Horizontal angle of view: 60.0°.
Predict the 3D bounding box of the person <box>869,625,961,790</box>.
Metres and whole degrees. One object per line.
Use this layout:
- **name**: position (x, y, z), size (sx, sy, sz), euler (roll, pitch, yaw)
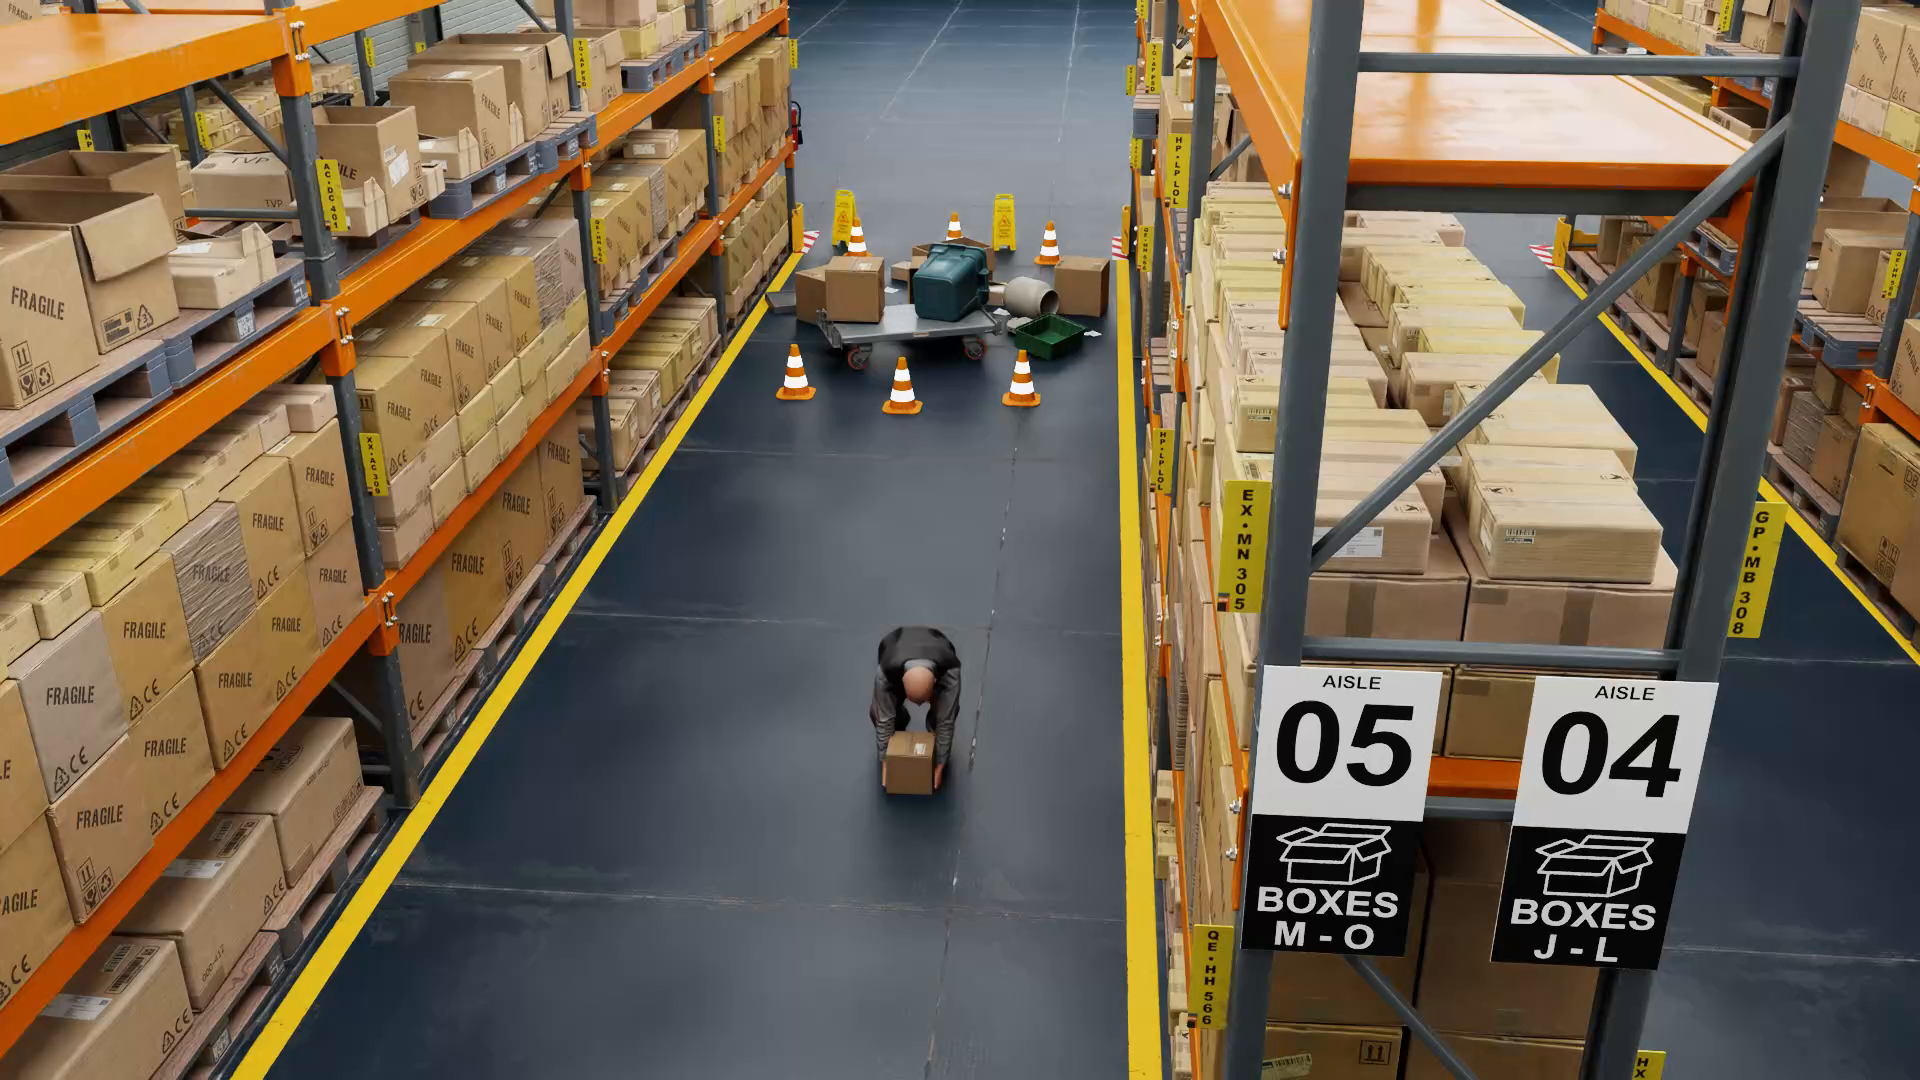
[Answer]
- **person**: position (-0.246, 0.915, 9.296), size (0.512, 0.821, 0.866), euler (1, 24, 3)
